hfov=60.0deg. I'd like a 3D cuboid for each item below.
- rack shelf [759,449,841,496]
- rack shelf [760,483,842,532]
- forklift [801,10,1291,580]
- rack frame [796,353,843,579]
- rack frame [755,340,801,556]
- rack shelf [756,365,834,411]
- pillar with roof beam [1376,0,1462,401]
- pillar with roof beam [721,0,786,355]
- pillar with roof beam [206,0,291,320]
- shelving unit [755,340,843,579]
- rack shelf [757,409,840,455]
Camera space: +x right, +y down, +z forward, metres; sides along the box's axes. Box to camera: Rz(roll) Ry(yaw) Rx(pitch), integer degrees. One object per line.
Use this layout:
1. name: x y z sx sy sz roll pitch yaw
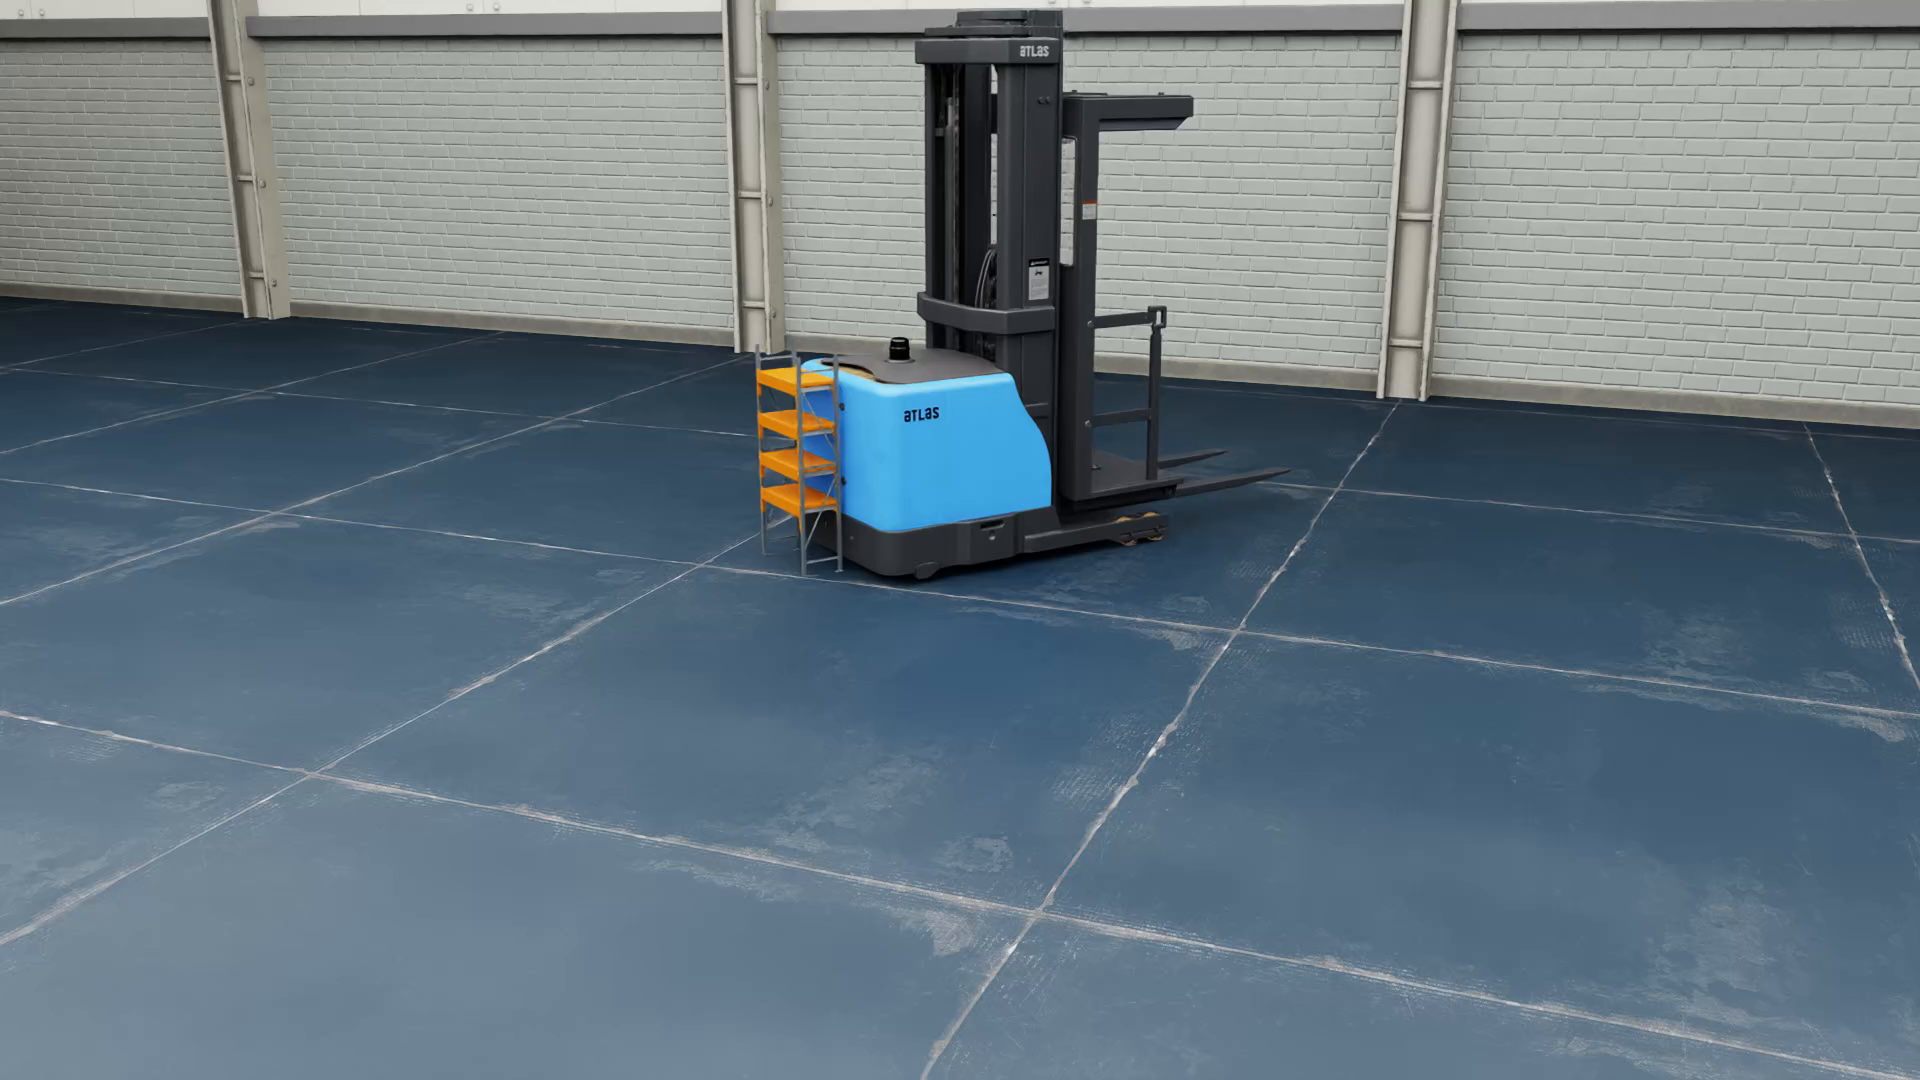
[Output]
1. rack shelf: -0.877 -0.381 9.075 0.258 0.148 0.480 -10 19 -31
2. rack shelf: -0.877 -0.190 9.130 0.258 0.148 0.480 -10 19 -31
3. forklift: 0.615 -1.486 9.536 3.031 2.935 1.130 -10 19 -31
4. rack frame: -0.747 -0.388 8.858 0.240 1.200 0.015 -10 19 -31
5. rack frame: -1.007 -0.503 9.254 0.240 1.200 0.015 -10 19 -31
6. rack shelf: -0.878 -0.823 8.946 0.258 0.148 0.480 -10 19 -31
7. pillar with roof beam: 2.094 -4.398 8.681 0.400 9.000 9.100 6 17 21
8. pillar with roof beam: -3.488 -5.012 10.796 0.400 9.000 9.100 6 17 21
9. pillar with roof beam: -9.069 -5.625 12.910 0.400 9.000 9.100 6 17 21
10. shelving unit: -0.877 -0.446 9.056 0.258 1.200 0.503 -10 19 -31
11. rack shelf: -0.877 -0.596 9.012 0.258 0.148 0.480 -10 19 -31
